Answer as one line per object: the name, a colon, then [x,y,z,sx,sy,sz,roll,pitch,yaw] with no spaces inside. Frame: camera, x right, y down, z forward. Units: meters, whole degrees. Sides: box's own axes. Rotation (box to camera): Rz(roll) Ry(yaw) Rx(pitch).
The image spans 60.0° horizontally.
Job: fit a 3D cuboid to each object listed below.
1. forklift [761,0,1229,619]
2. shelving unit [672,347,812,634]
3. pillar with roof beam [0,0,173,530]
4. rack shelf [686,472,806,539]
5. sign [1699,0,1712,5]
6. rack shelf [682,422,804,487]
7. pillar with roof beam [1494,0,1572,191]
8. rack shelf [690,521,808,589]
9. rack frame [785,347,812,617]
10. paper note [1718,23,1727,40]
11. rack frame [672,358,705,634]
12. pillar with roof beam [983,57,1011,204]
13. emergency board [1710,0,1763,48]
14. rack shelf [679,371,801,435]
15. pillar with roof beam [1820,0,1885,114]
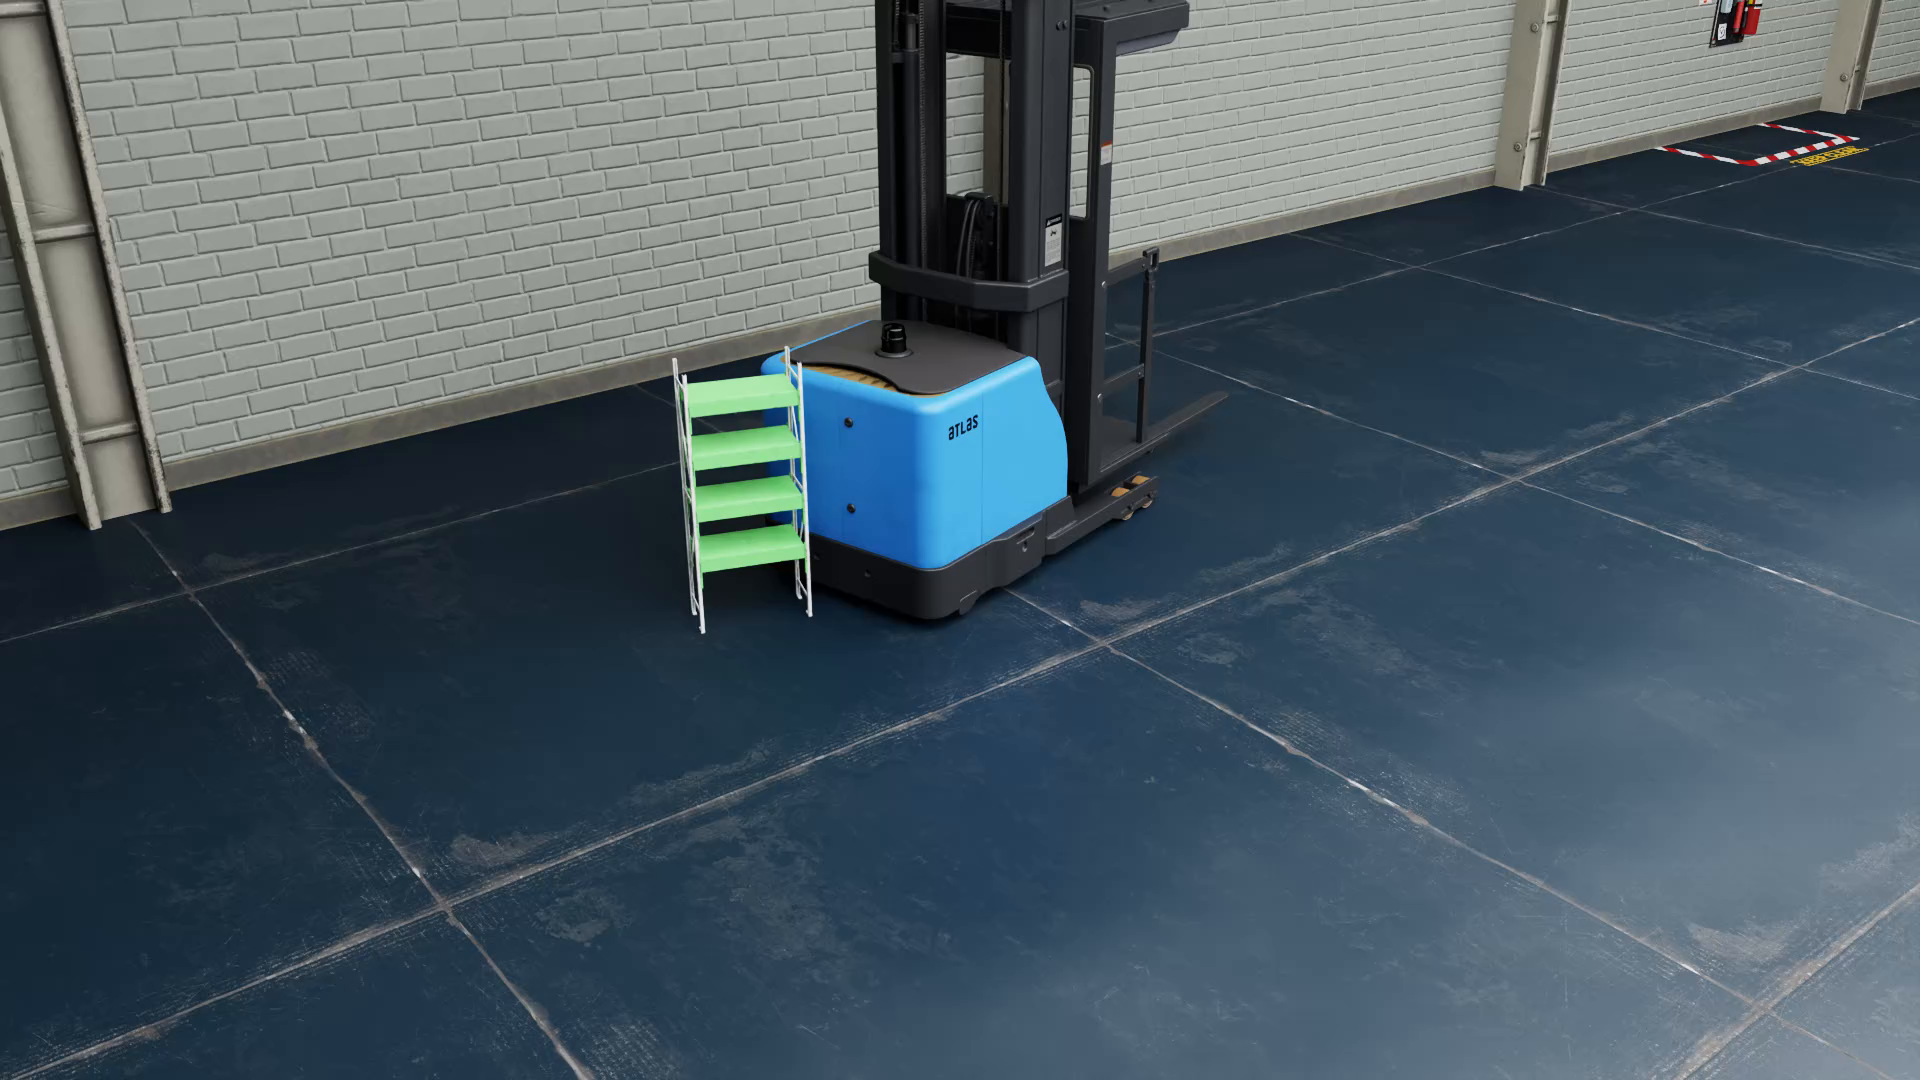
forklift: [0.372,-1.540,8.086,1.130,2.935,3.031,17,30,33]
shelving unit: [-0.944,-0.212,7.282,0.503,1.200,0.258,-8,26,-17]
pillar with roof beam: [-1.655,-2.807,3.609,0.400,9.000,9.100,-18,31,-34]
rack shelf: [-0.944,-0.154,7.309,0.480,0.148,0.258,-8,26,-17]
sign: [7.386,-5.465,16.420,0.234,0.329,0.001,-18,31,-34]
rack shelf: [-0.944,-0.372,7.208,0.480,0.148,0.258,-8,26,-17]
pillar with roof beam: [7.788,-5.924,10.325,0.400,9.000,9.100,-18,31,-34]
rack shelf: [-0.944,0.063,7.410,0.480,0.148,0.258,-8,26,-17]
rack frame: [-0.714,-0.246,7.354,0.015,1.200,0.240,-8,26,-17]
paper note: [7.703,-5.136,16.799,0.142,0.148,0.016,-18,31,-34]
rack frame: [-1.175,-0.179,7.210,0.015,1.200,0.240,-8,26,-17]
pillar with roof beam: [3.067,-4.366,6.967,0.400,9.000,9.100,-18,31,-34]
emergency board: [7.885,-5.558,16.663,0.643,1.169,0.194,-18,31,-34]
rack shelf: [-0.944,-0.590,7.107,0.480,0.148,0.258,-8,26,-17]
pillar with roof beam: [12.510,-7.483,13.683,0.400,9.000,9.100,-18,31,-34]
